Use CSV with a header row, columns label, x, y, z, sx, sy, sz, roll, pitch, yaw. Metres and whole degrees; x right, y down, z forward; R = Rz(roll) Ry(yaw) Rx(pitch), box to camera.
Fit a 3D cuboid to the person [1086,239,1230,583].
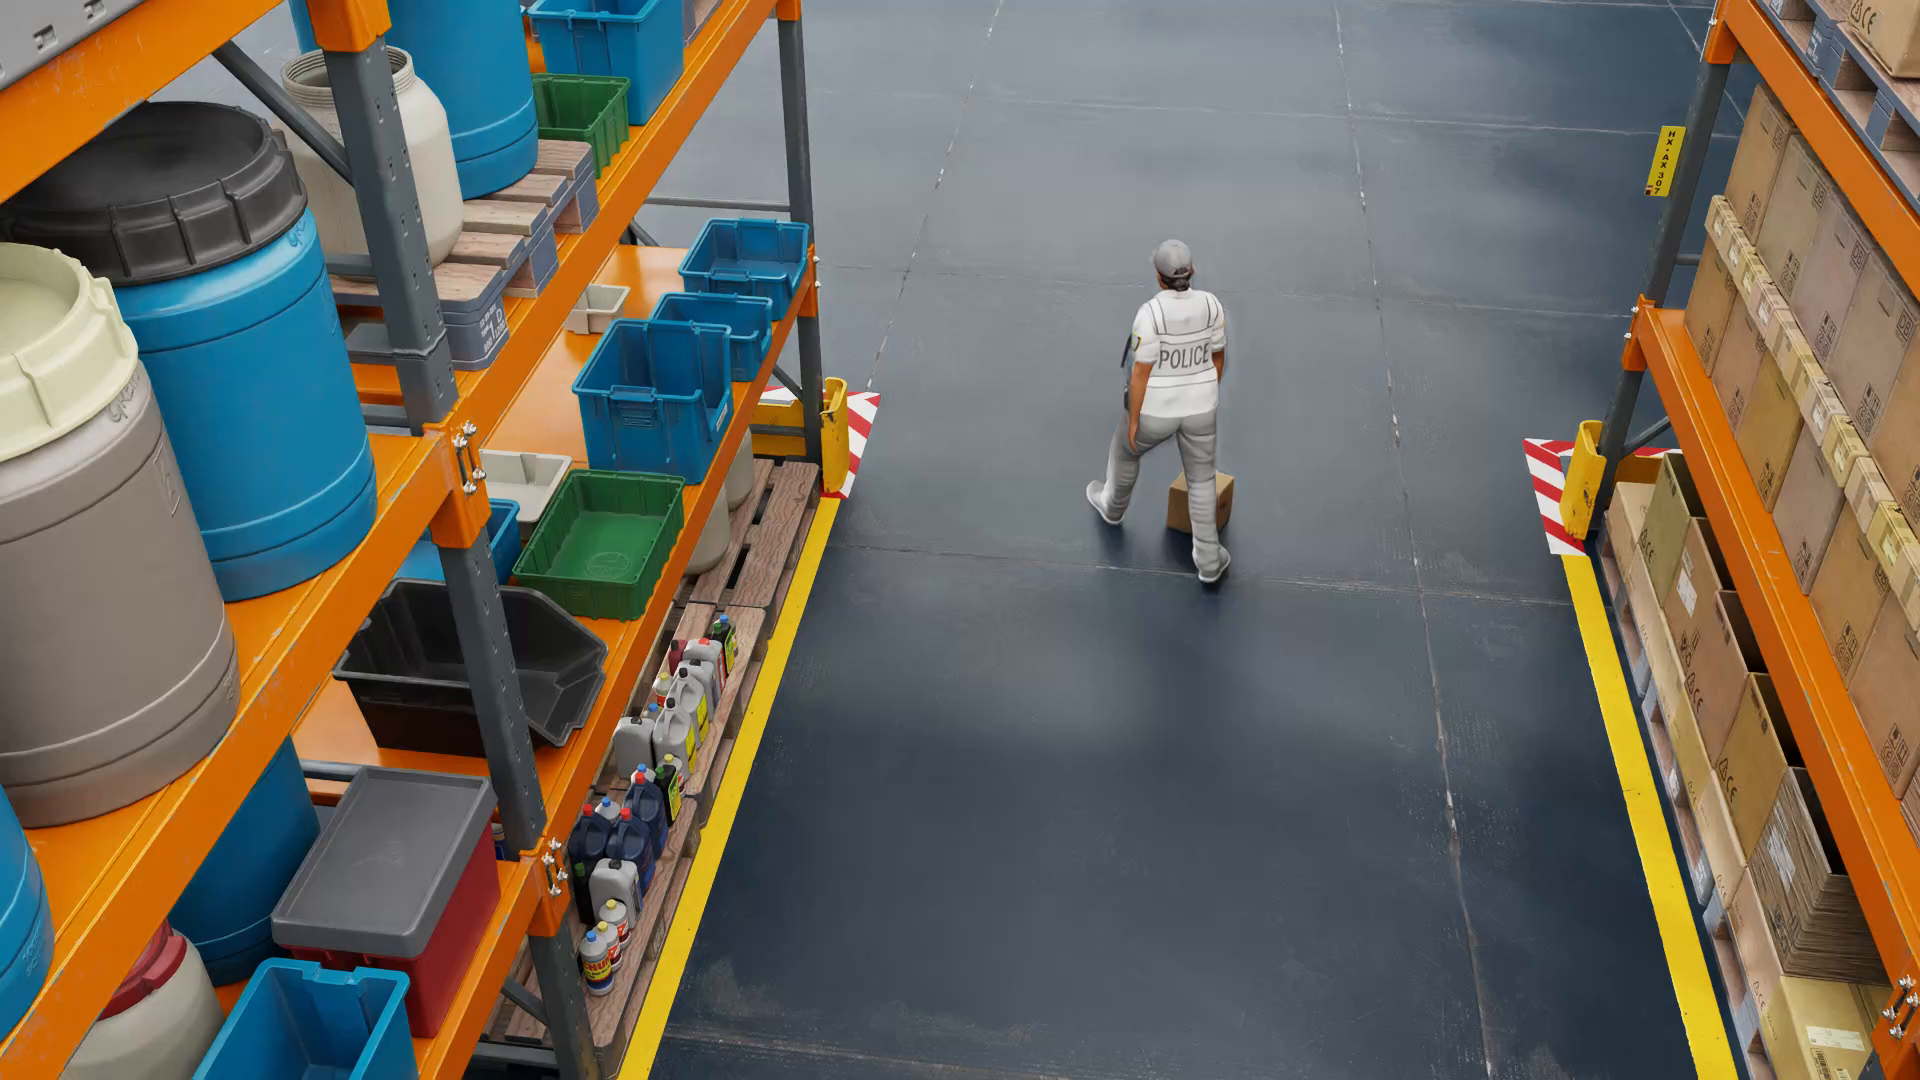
label,x,y,z,sx,sy,sz,roll,pitch,yaw
person,1.012,-0.651,7.955,0.516,1.612,0.939,-10,37,-13
